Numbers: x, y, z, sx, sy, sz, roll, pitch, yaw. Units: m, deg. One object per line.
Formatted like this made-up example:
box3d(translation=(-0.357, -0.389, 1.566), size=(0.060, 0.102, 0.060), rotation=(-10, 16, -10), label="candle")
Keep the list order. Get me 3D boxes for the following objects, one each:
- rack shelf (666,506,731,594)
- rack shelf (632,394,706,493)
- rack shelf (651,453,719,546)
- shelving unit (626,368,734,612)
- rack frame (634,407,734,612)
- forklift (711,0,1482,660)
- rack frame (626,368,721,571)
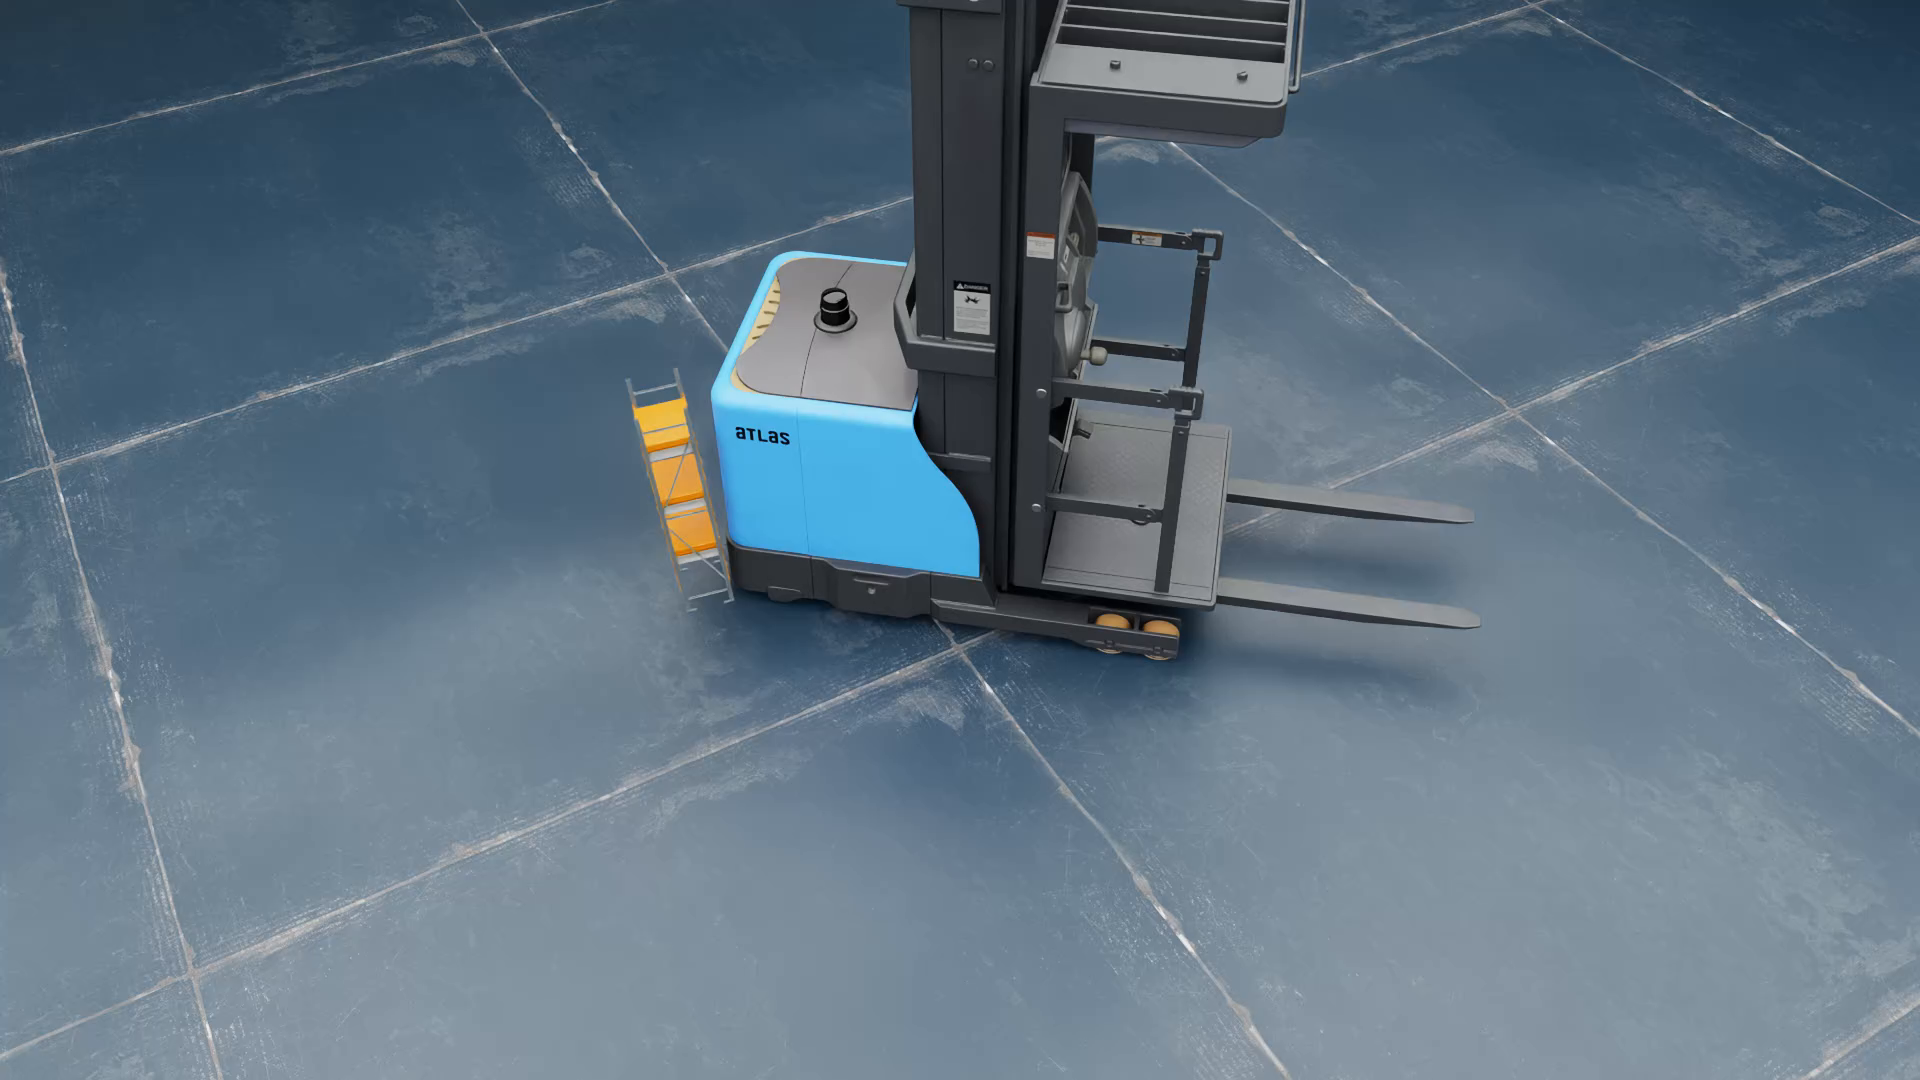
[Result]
box3d(translation=(-1.081, 0.025, 6.803), size=(0.215, 0.259, 0.240), rotation=(-14, 46, -8), label="rack shelf")
box3d(translation=(-1.120, -0.370, 6.405), size=(0.215, 0.259, 0.240), rotation=(-14, 46, -8), label="rack shelf")
box3d(translation=(-1.101, -0.171, 6.606), size=(0.215, 0.259, 0.240), rotation=(-14, 46, -8), label="rack shelf")
box3d(translation=(-1.101, -0.178, 6.599), size=(0.215, 1.050, 0.252), rotation=(-14, 46, -8), label="shelving unit")
box3d(translation=(-1.069, -0.096, 6.514), size=(0.200, 1.050, 0.008), rotation=(-14, 46, -8), label="rack frame")
box3d(translation=(0.613, -0.973, 6.077), size=(3.031, 2.935, 1.130), rotation=(7, 45, 7), label="forklift")
box3d(translation=(-1.134, -0.260, 6.683), size=(0.200, 1.050, 0.008), rotation=(-14, 46, -8), label="rack frame")
